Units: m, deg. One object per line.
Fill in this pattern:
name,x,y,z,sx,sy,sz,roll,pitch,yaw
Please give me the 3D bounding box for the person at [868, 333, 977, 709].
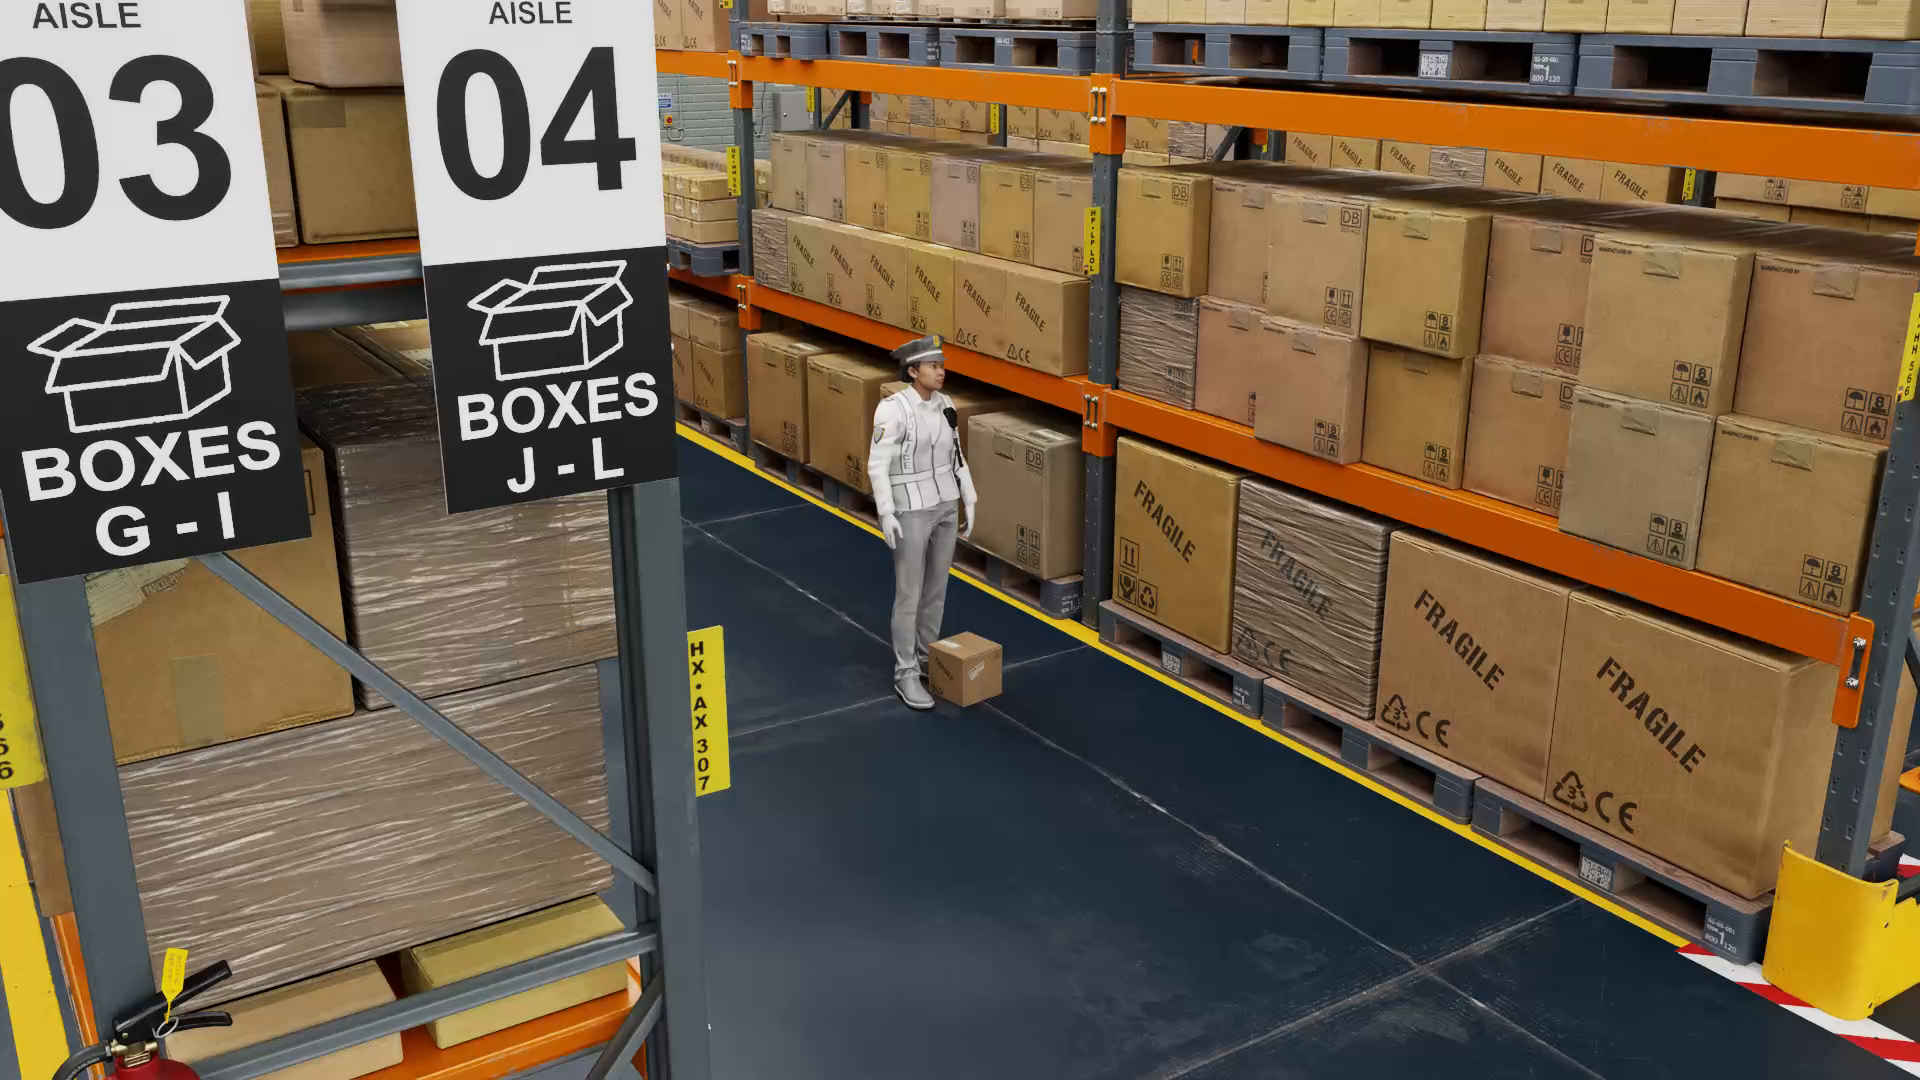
person,-0.129,-0.121,7.842,0.586,1.694,0.530,-15,23,-38
